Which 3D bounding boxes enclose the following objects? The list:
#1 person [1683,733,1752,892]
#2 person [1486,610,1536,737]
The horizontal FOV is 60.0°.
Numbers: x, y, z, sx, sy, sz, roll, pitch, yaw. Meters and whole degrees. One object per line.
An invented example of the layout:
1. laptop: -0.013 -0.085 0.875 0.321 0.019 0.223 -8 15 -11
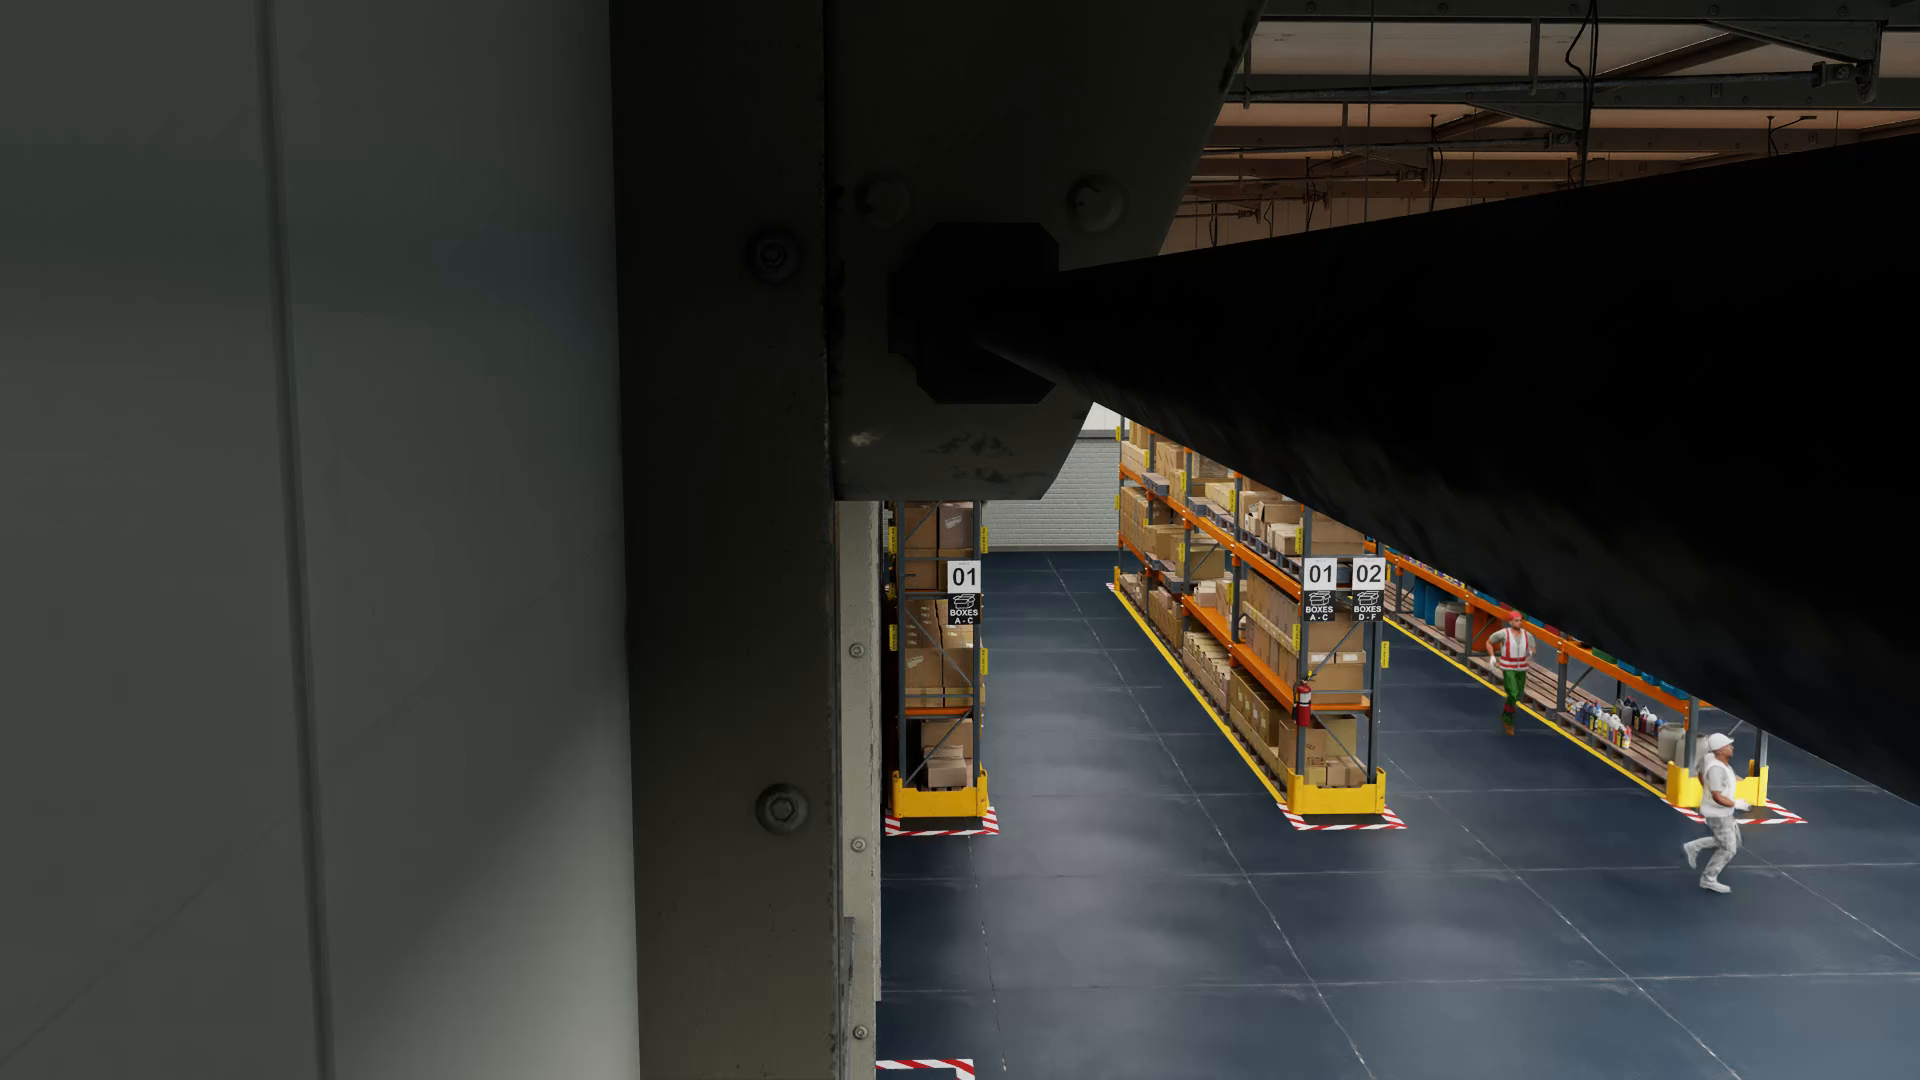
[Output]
1. person: 8.161 2.920 17.902 0.623 1.725 0.709 3 9 20
2. person: 8.124 1.941 24.427 0.639 1.838 0.749 -2 8 -11
